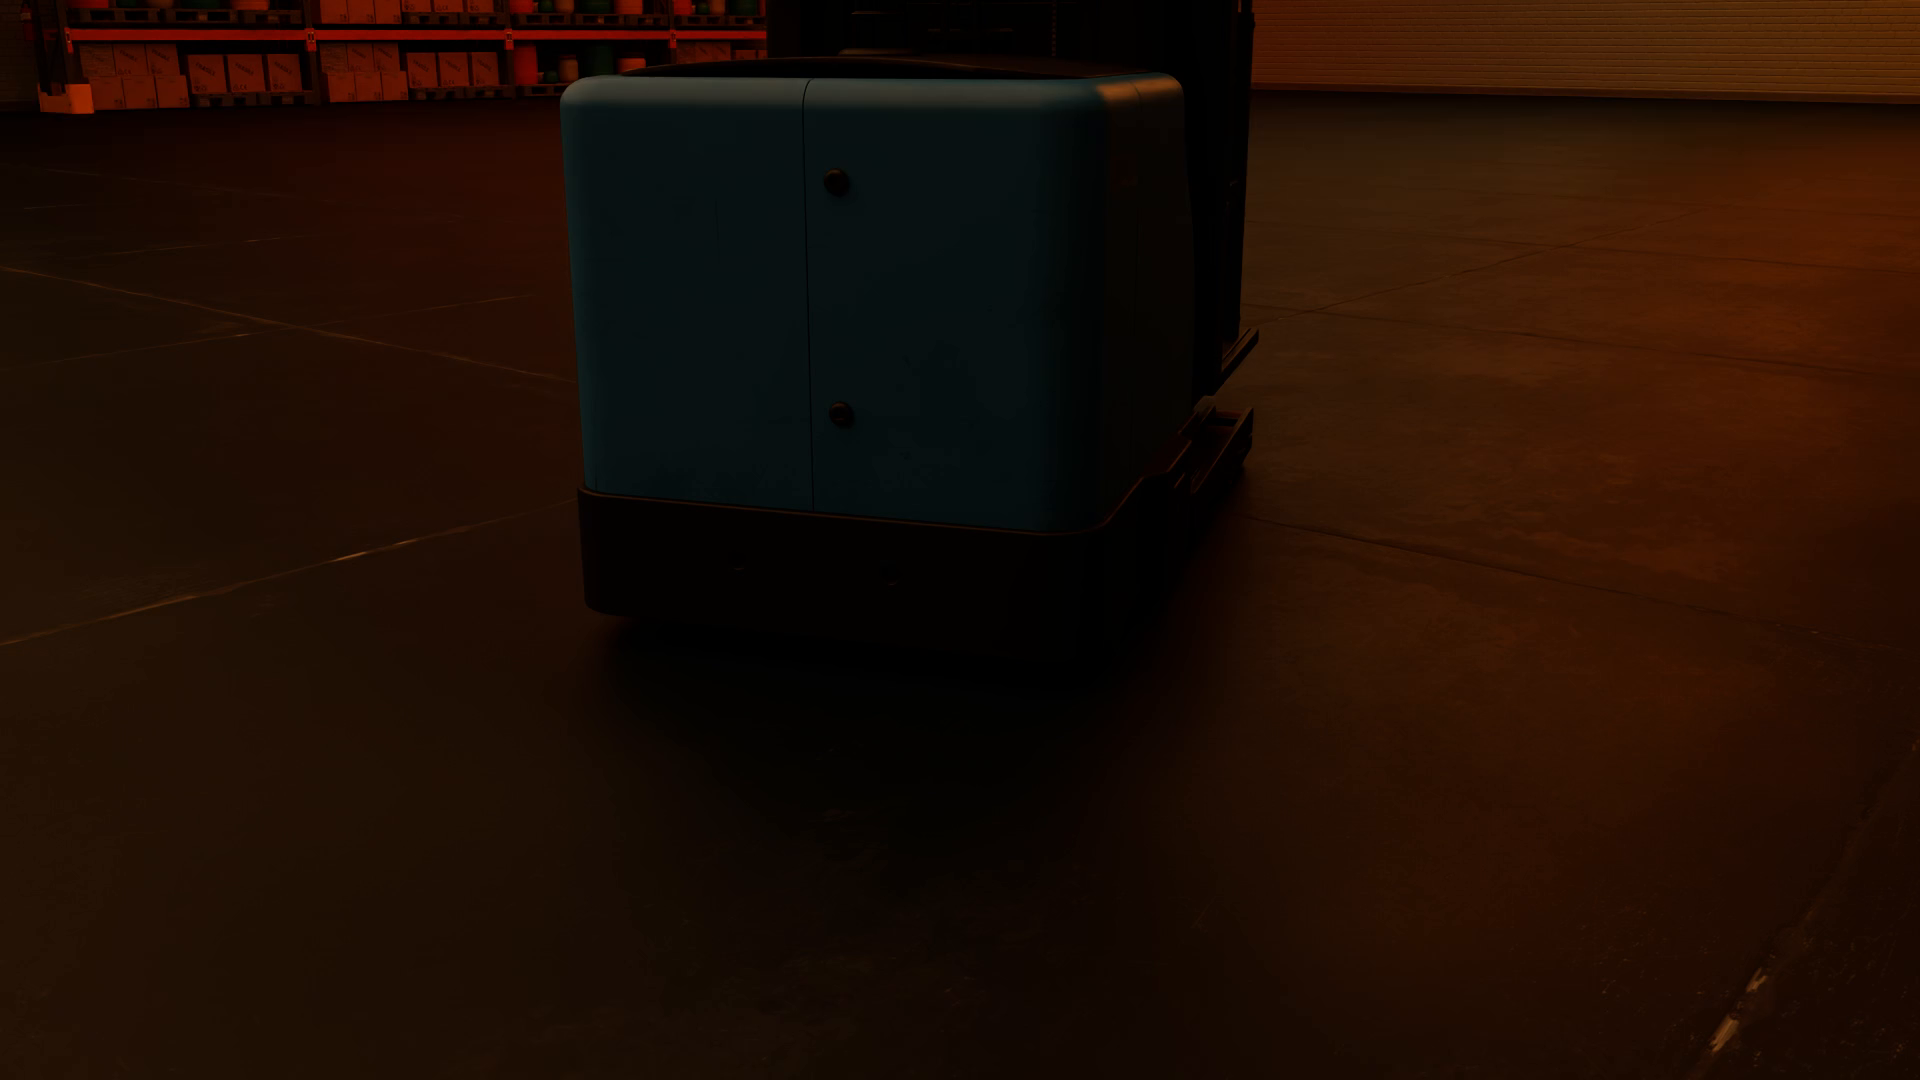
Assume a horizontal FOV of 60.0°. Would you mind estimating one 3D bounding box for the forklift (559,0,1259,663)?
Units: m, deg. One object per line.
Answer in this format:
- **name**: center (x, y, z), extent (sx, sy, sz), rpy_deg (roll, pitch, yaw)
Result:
- **forklift**: center (0.182, -1.571, 4.072), extent (1.130, 2.935, 3.031), rpy_deg (5, 18, 17)
